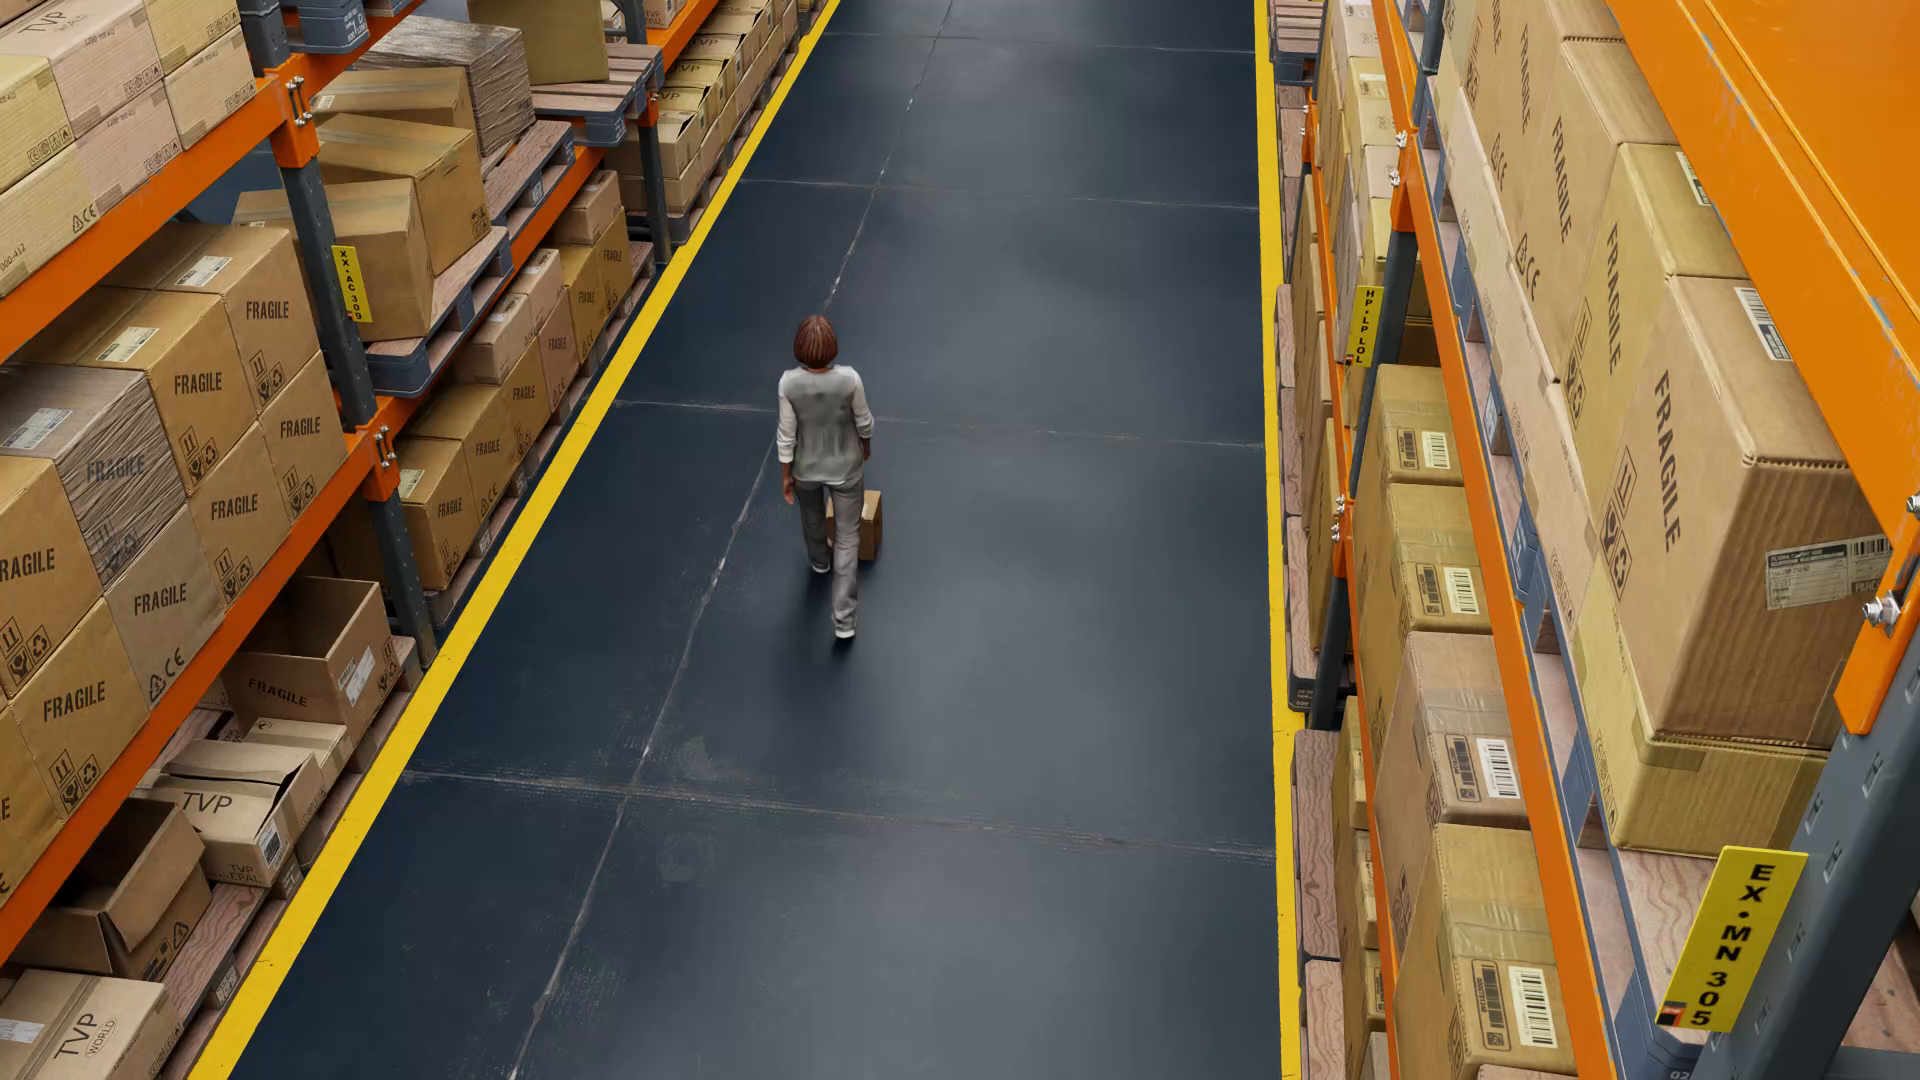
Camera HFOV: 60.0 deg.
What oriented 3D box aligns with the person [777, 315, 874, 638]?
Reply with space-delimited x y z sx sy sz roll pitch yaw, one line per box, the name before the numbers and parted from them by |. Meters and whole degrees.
person | -0.594 -0.368 7.539 0.427 1.556 0.838 0 37 0
